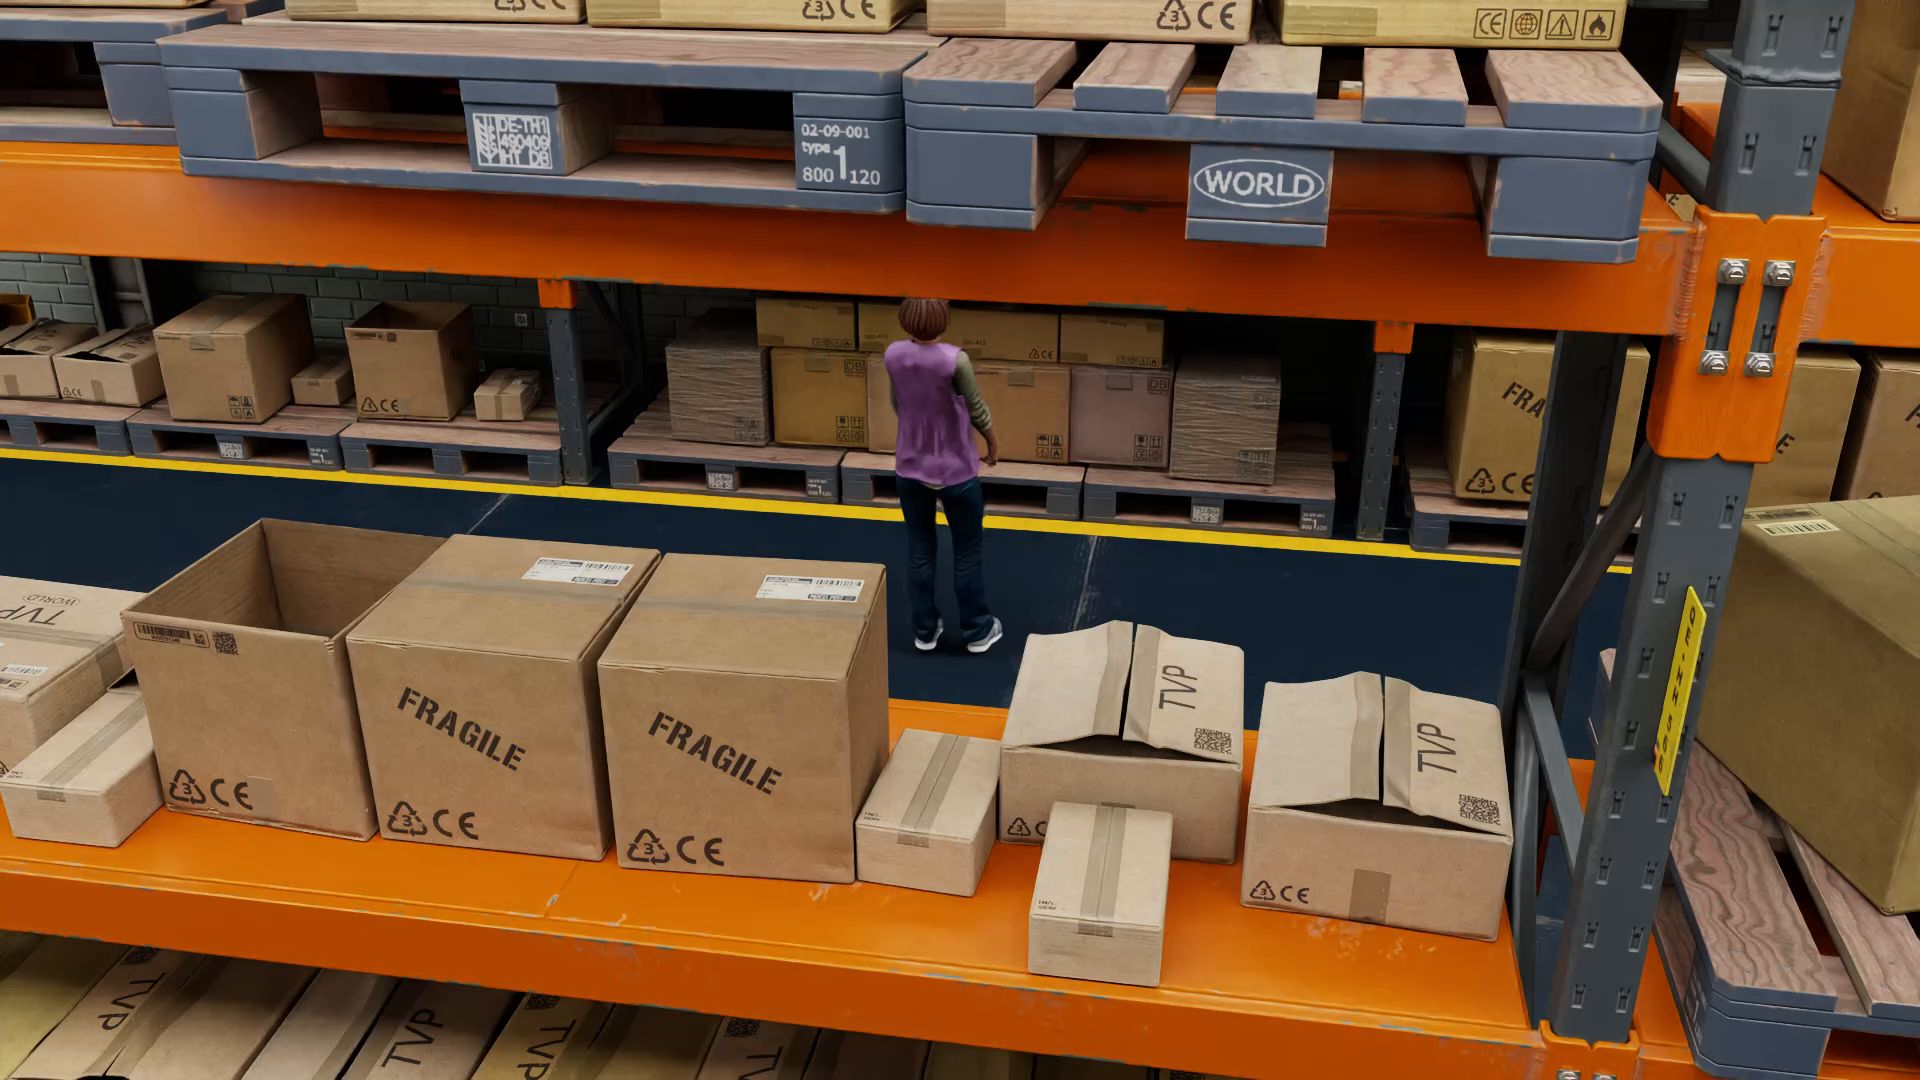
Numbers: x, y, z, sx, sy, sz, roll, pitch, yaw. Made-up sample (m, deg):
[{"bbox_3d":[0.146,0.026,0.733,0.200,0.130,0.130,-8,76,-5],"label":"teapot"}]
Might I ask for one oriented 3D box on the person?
[{"bbox_3d":[-0.067,-0.294,6.732,0.434,1.601,0.447,12,28,23],"label":"person"}]
